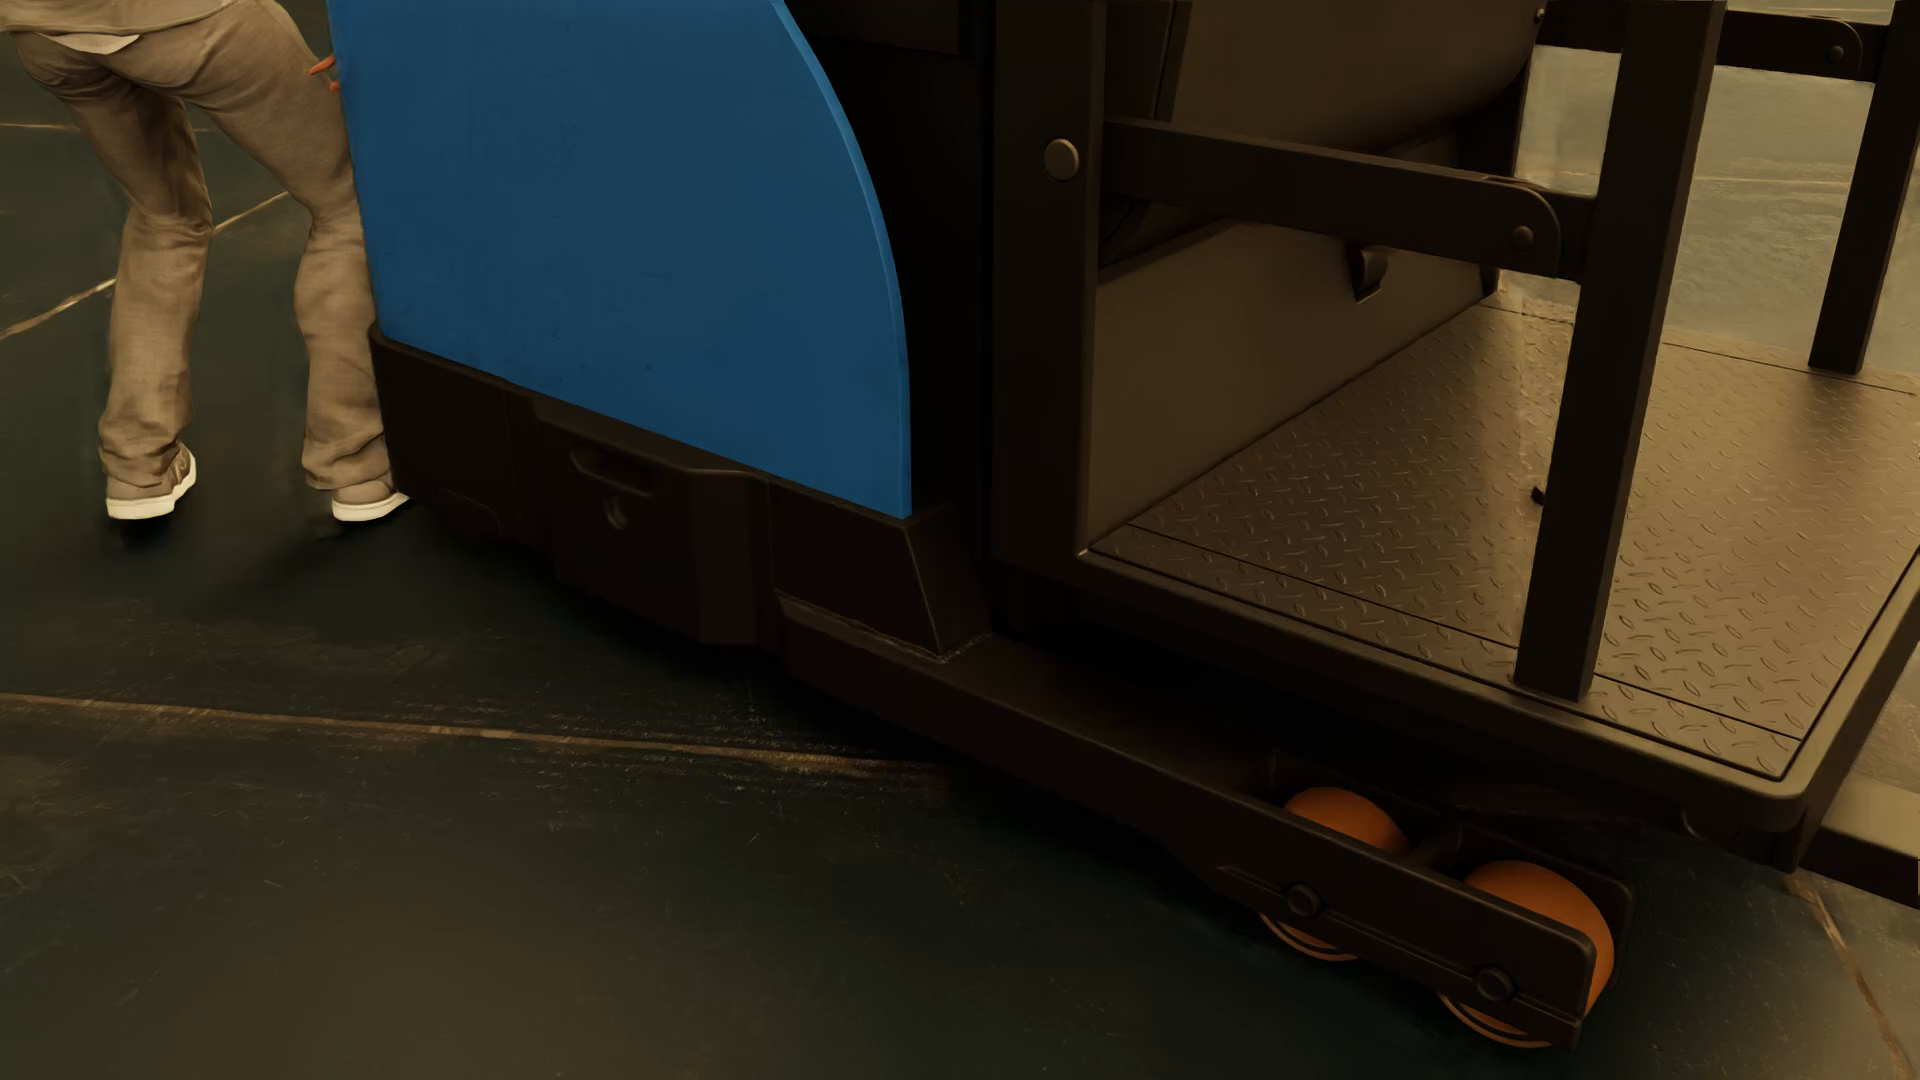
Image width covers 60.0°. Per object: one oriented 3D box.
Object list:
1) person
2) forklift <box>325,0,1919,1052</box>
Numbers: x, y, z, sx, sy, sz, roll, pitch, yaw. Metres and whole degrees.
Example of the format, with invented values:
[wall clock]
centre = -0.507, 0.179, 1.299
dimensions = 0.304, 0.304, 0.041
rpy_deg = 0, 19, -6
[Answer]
[person]
centre = -1.085, -0.757, 2.281
dimensions = 0.610, 1.540, 0.430
rpy_deg = 8, 28, 16
[forklift]
centre = 0.608, -1.109, 1.439
dimensions = 3.031, 2.935, 1.130
rpy_deg = 19, 32, 34
